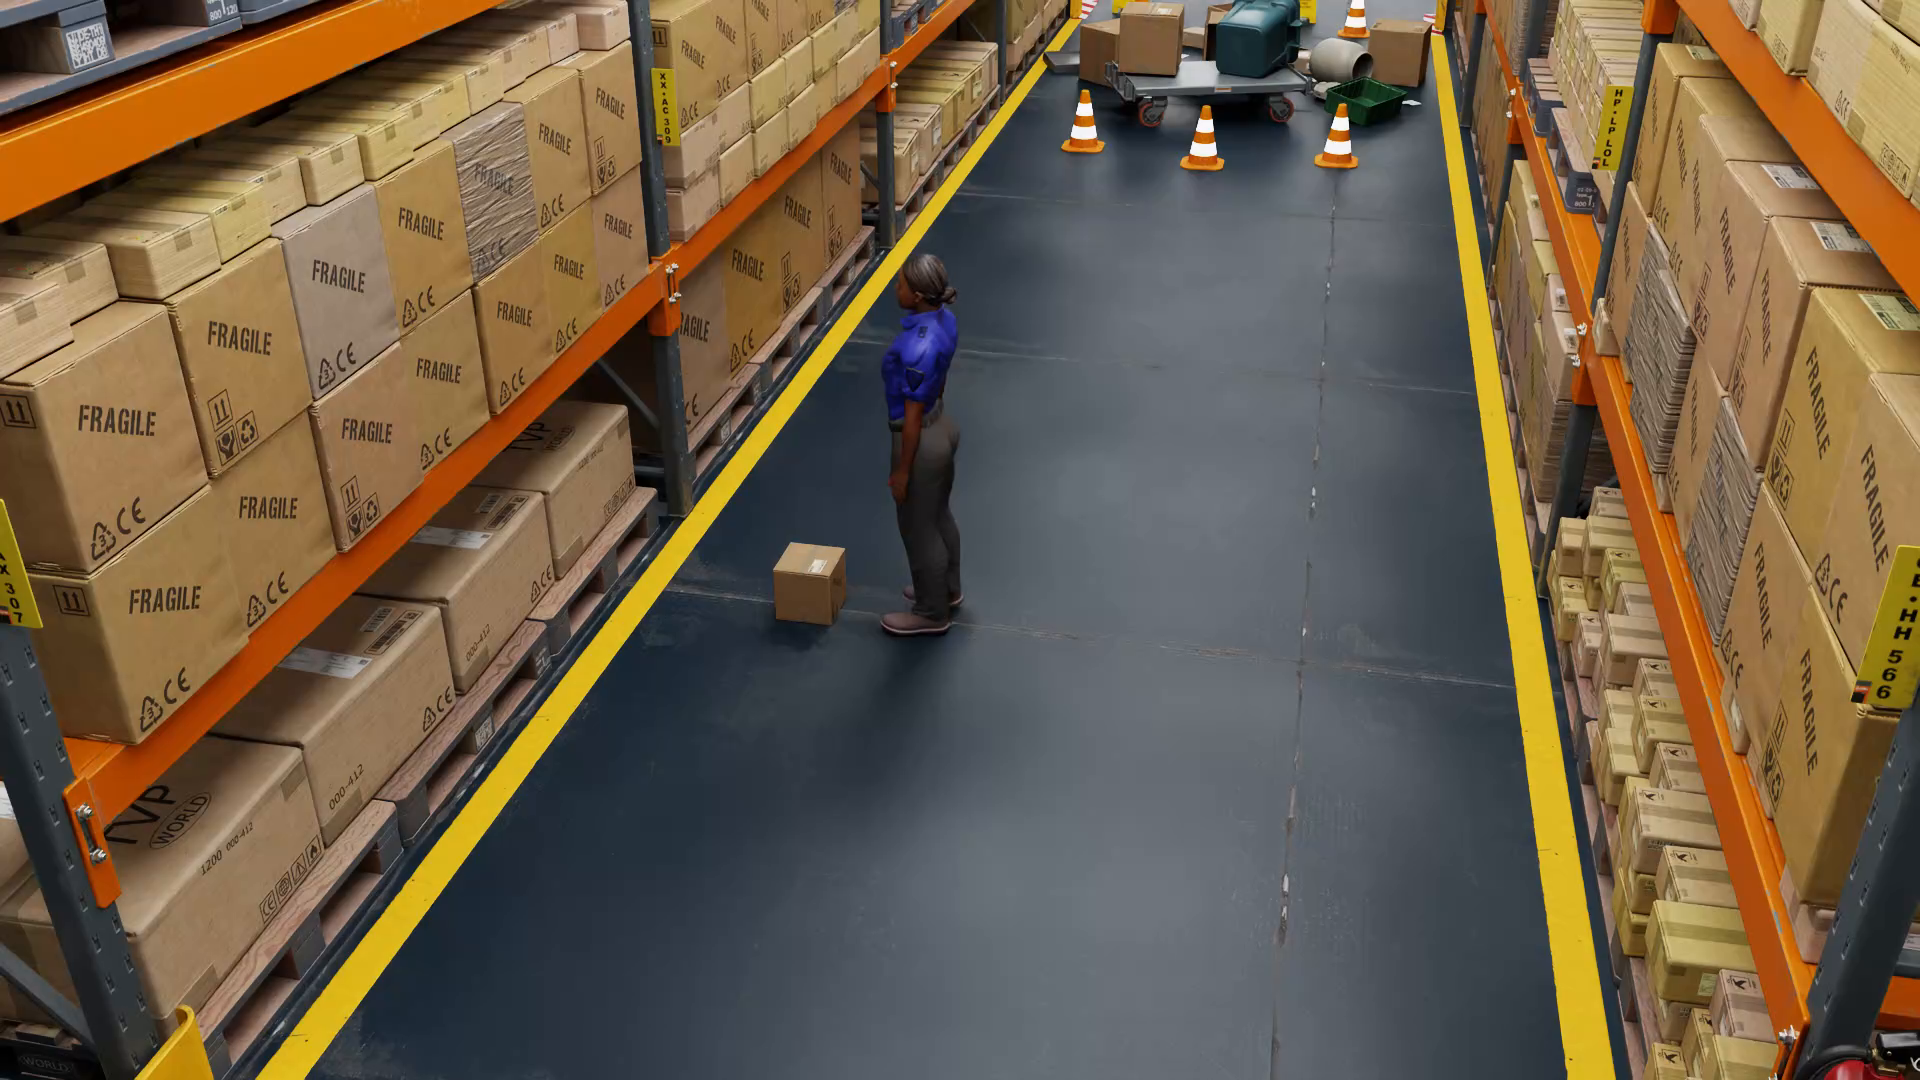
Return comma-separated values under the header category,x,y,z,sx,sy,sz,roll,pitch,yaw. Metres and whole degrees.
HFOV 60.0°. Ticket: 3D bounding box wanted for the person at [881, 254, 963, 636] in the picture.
category,x,y,z,sx,sy,sz,roll,pitch,yaw
person,-0.162,-0.377,6.813,0.317,1.675,0.486,6,30,10
